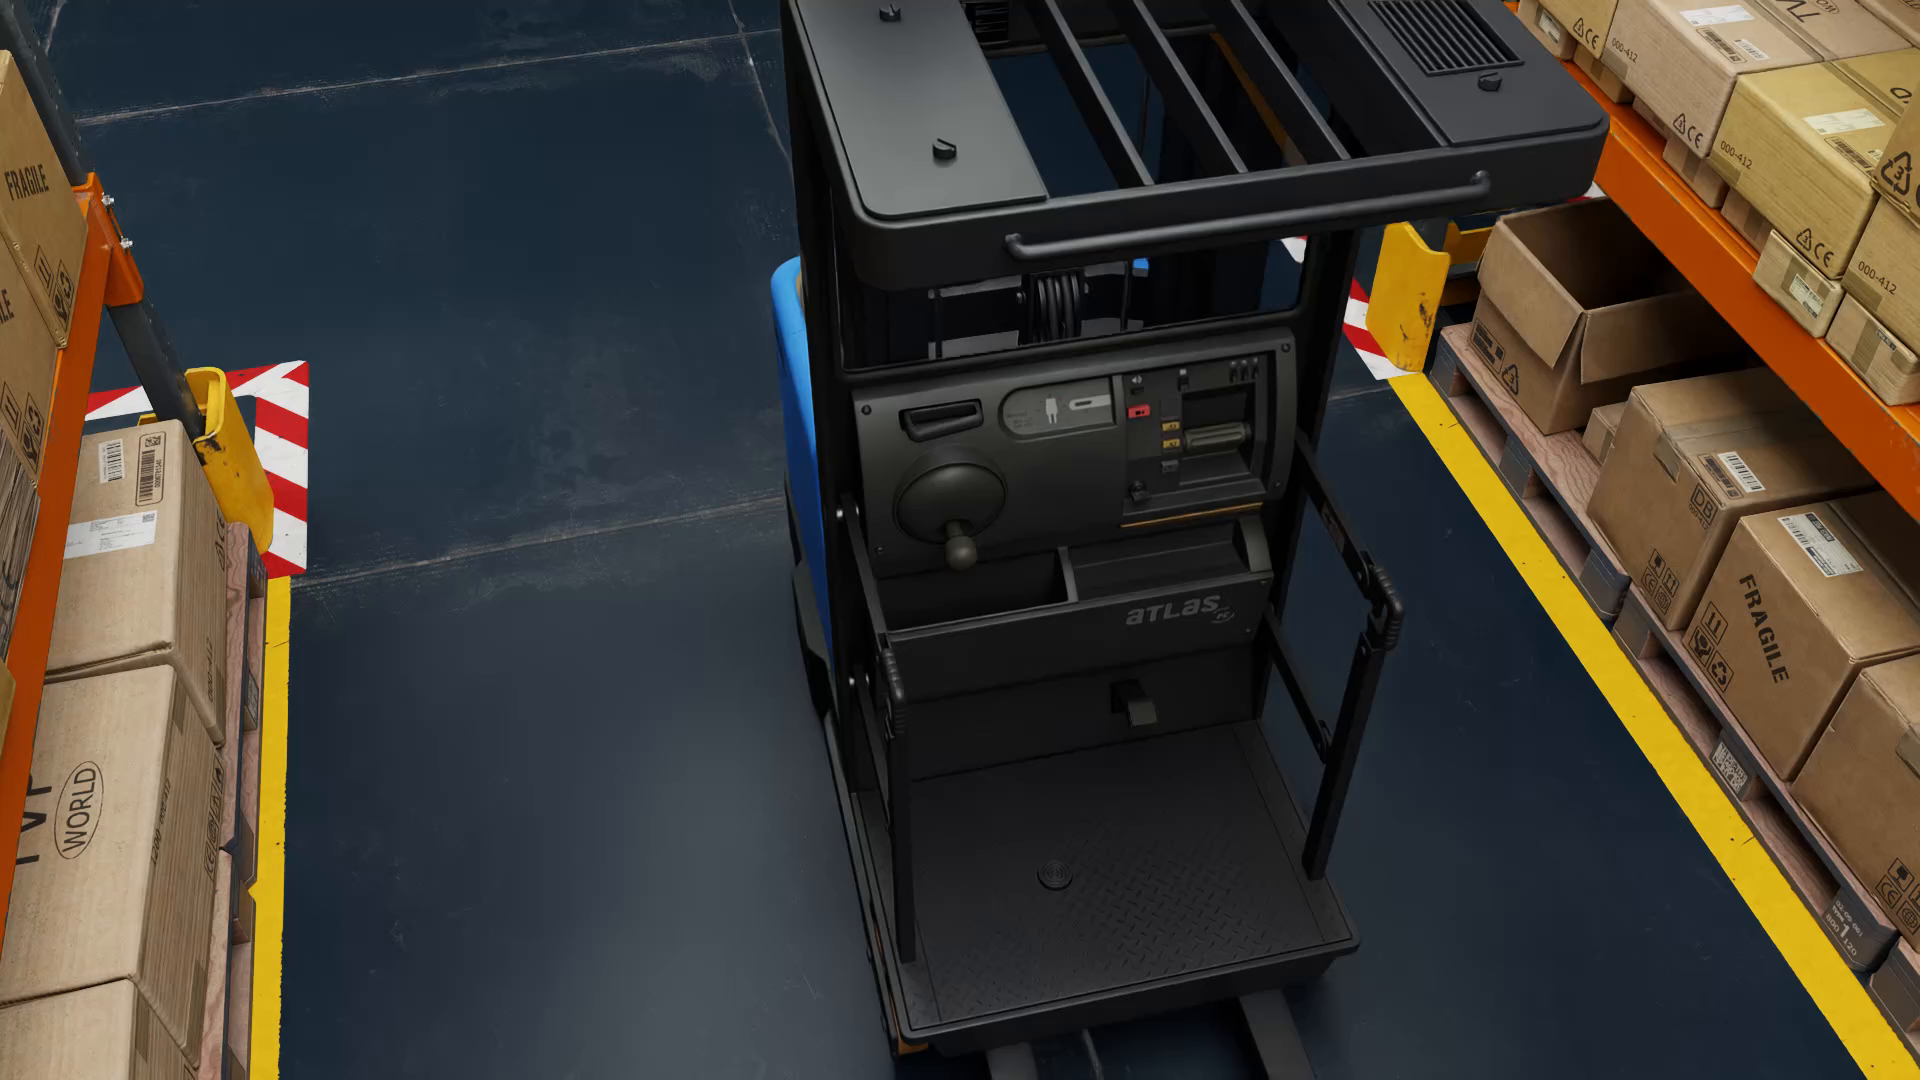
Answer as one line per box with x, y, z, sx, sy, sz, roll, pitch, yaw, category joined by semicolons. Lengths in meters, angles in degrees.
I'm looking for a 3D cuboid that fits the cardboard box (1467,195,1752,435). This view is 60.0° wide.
2.106;-0.739;5.328;0.797;0.503;0.637;-12;47;-12;cardboard box

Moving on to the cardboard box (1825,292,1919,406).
2.228;-0.464;3.781;0.380;0.149;0.250;-10;46;-9;cardboard box

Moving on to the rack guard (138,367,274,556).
-2.763;-0.137;5.034;1.175;0.500;0.348;-11;47;-10;rack guard

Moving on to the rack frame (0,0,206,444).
-2.757;-0.996;4.125;1.000;3.000;0.127;-11;47;-10;rack frame

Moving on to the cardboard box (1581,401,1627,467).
2.177;-0.315;5.160;0.380;0.149;0.250;-12;47;-12;cardboard box

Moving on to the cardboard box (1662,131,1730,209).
2.076;-1.013;4.318;0.380;0.149;0.250;-9;46;-9;cardboard box

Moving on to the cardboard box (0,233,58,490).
-2.263;-0.397;3.469;0.500;0.500;0.500;-12;47;-11;cardboard box

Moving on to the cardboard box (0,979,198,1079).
-2.019;1.445;3.234;0.875;0.438;0.875;-12;47;-11;cardboard box

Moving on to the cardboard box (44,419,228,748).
-2.491;0.192;4.462;0.875;0.438;0.875;-12;47;-12;cardboard box

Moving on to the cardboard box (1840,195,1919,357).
2.310;-0.548;3.584;0.500;0.250;0.500;-12;47;-11;cardboard box

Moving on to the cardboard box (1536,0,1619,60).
1.896;-1.595;4.609;0.500;0.250;0.500;-10;47;-10;cardboard box

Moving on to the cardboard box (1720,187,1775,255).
2.149;-0.830;4.140;0.380;0.149;0.250;-10;46;-10;cardboard box

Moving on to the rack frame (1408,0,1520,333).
2.041;-1.906;5.017;1.000;3.000;0.127;-11;47;-10;rack frame

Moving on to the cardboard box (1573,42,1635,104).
1.969;-1.374;4.672;0.380;0.149;0.250;-10;46;-9;cardboard box

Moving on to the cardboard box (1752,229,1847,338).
2.141;-0.642;3.955;0.380;0.149;0.250;-12;47;-11;cardboard box

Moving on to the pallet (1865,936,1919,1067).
2.890;1.358;3.772;1.003;0.211;1.213;-11;47;-10;pallet

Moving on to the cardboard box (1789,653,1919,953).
2.553;0.576;4.042;0.700;0.500;0.500;-12;47;-12;cardboard box

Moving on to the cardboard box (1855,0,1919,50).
2.546;-1.332;4.352;0.500;0.250;0.500;-11;47;-10;cardboard box

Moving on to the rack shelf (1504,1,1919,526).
2.553;-0.273;3.921;1.077;0.370;4.000;-11;47;-10;rack shelf

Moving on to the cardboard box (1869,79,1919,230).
2.281;-0.822;3.327;0.500;0.500;0.500;-10;46;-9;cardboard box

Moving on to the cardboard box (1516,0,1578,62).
1.860;-1.541;4.836;0.380;0.149;0.250;-11;47;-11;cardboard box

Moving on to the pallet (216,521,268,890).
-2.476;0.518;4.594;1.003;0.211;1.213;-11;47;-10;pallet

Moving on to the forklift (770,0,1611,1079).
0.298;-0.090;3.286;1.130;2.935;3.031;-9;46;-9;forklift

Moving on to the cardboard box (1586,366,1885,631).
2.287;-0.141;4.744;0.700;0.500;0.500;-9;46;-9;cardboard box

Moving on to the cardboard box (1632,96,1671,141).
2.070;-1.198;4.500;0.380;0.149;0.250;-11;47;-11;cardboard box

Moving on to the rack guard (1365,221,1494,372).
2.060;-0.978;5.859;1.175;0.500;0.348;-11;47;-10;rack guard

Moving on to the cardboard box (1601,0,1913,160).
2.026;-1.247;4.268;0.500;0.250;0.500;-10;46;-10;cardboard box

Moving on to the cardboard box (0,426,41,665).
-2.122;-0.043;3.122;0.500;0.500;0.500;-9;46;-9;cardboard box

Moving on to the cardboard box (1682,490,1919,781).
2.326;0.242;4.368;0.500;0.500;0.500;-10;46;-10;cardboard box

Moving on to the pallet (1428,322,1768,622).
2.265;-0.327;5.423;1.003;0.211;1.213;-11;47;-10;pallet

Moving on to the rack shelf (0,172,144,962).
-2.245;0.637;3.029;1.077;0.370;4.000;-11;47;-10;rack shelf

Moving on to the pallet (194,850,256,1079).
-2.168;1.359;3.771;1.003;0.211;1.213;-11;47;-10;pallet

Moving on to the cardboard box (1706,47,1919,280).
2.159;-0.897;3.926;0.500;0.250;0.500;-12;47;-11;cardboard box

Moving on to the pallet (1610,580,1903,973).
2.574;0.514;4.599;1.003;0.211;1.213;-11;47;-10;pallet

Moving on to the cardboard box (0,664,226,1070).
-2.249;0.822;3.844;0.875;0.438;0.875;-10;46;-9;cardboard box

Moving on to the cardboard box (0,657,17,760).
-1.977;0.311;2.775;0.500;0.500;0.500;-9;46;-9;cardboard box

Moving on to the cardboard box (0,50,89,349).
-2.377;-0.746;3.811;0.500;0.500;0.500;-10;47;-10;cardboard box
